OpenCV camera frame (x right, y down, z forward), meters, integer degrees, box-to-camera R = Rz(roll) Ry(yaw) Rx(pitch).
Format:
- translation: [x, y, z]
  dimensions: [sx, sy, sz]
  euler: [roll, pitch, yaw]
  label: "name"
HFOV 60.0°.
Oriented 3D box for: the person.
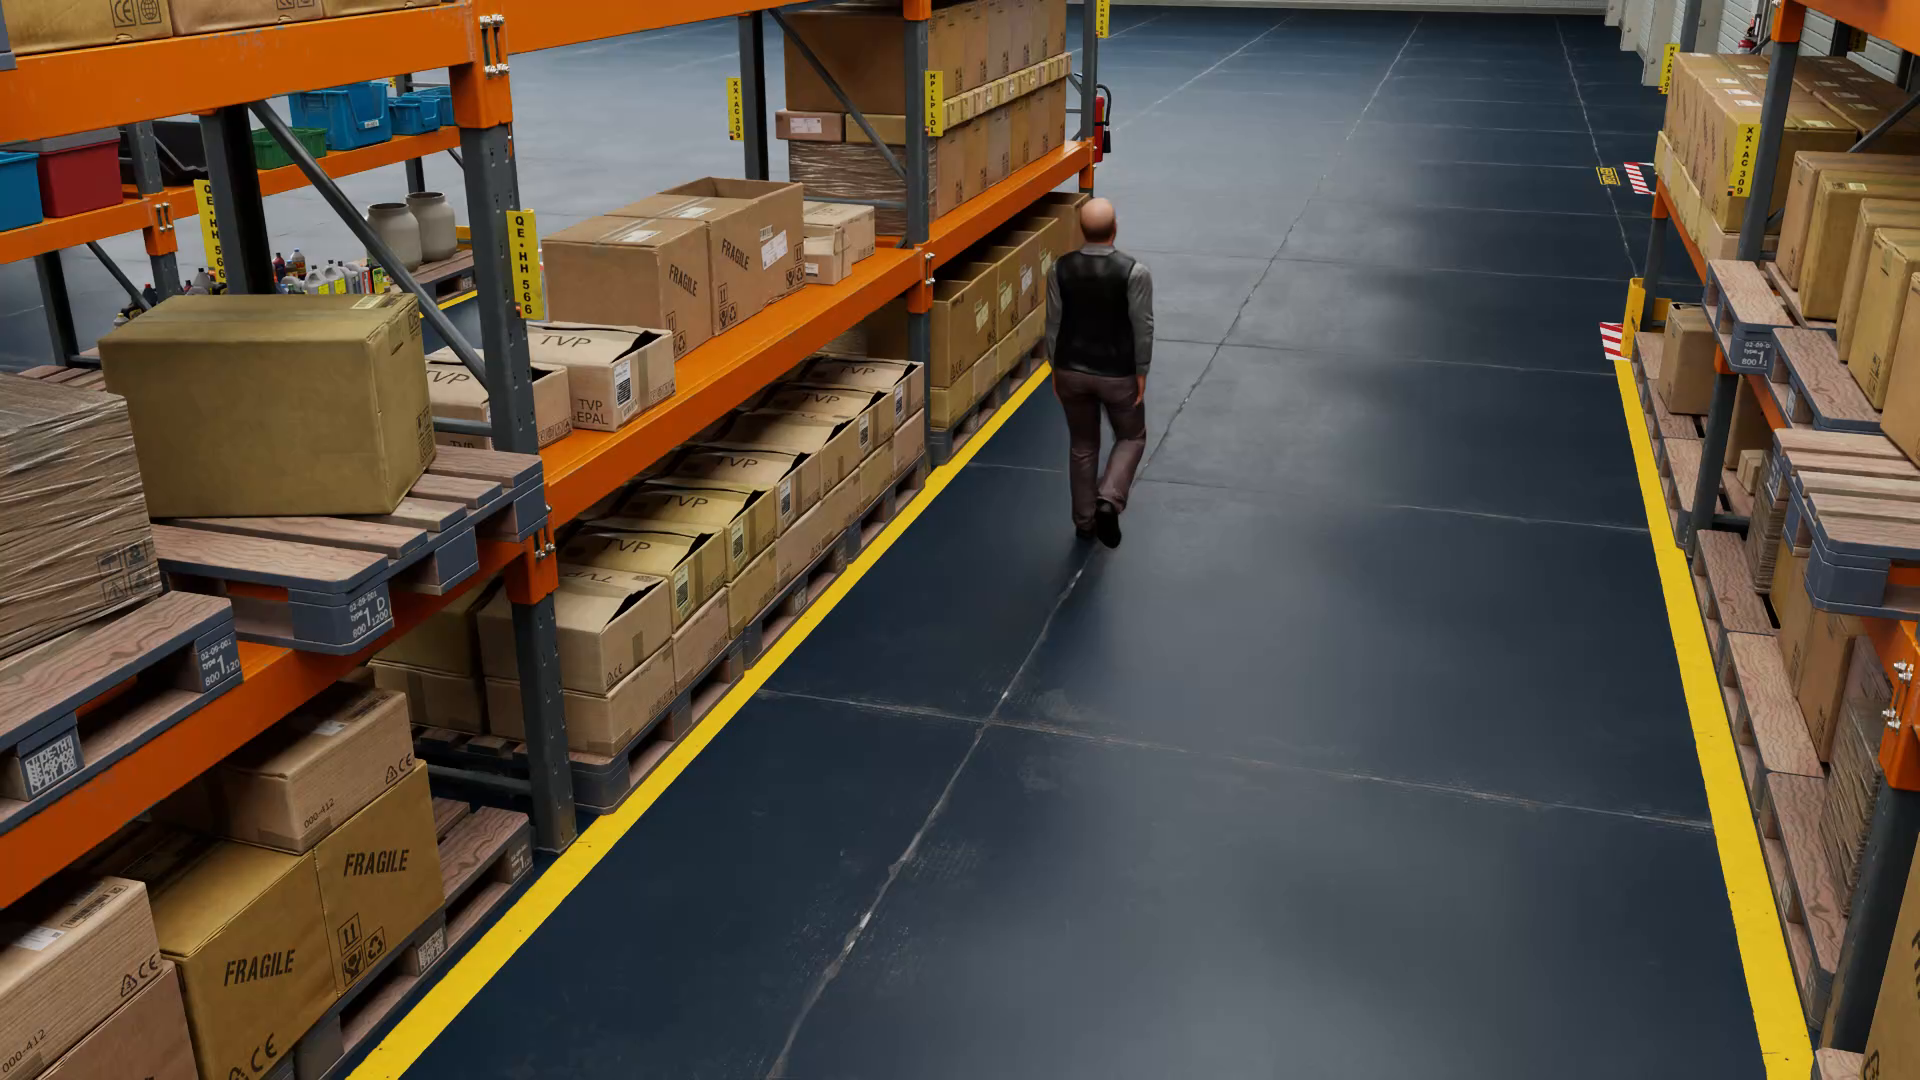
- translation: [0.668, -0.799, 8.068]
  dimensions: [0.536, 1.710, 0.556]
  euler: [7, 23, 17]
  label: "person"
